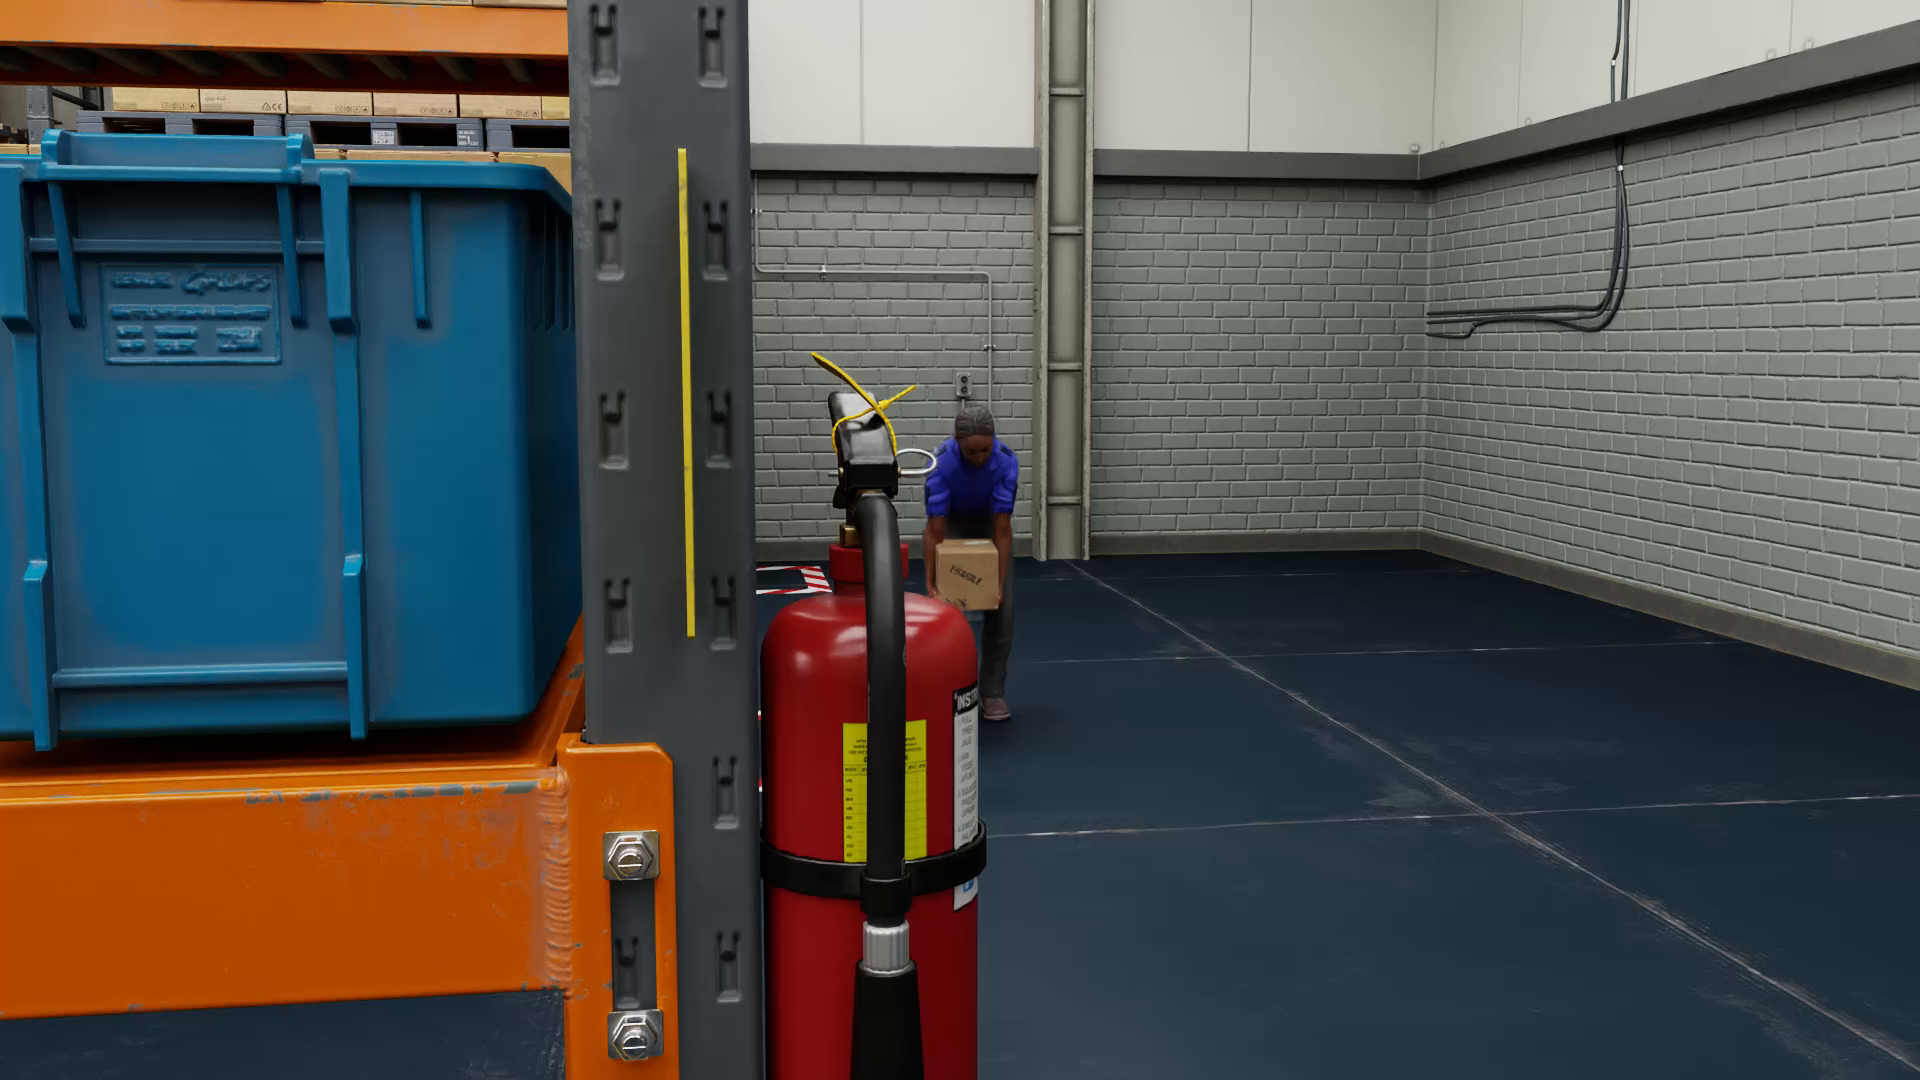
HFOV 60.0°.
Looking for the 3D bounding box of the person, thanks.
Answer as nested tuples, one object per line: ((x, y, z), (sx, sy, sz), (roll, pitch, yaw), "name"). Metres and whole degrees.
((0.052, -0.040, 7.251), (0.446, 1.656, 0.502), (0, 7, -3), "person")
